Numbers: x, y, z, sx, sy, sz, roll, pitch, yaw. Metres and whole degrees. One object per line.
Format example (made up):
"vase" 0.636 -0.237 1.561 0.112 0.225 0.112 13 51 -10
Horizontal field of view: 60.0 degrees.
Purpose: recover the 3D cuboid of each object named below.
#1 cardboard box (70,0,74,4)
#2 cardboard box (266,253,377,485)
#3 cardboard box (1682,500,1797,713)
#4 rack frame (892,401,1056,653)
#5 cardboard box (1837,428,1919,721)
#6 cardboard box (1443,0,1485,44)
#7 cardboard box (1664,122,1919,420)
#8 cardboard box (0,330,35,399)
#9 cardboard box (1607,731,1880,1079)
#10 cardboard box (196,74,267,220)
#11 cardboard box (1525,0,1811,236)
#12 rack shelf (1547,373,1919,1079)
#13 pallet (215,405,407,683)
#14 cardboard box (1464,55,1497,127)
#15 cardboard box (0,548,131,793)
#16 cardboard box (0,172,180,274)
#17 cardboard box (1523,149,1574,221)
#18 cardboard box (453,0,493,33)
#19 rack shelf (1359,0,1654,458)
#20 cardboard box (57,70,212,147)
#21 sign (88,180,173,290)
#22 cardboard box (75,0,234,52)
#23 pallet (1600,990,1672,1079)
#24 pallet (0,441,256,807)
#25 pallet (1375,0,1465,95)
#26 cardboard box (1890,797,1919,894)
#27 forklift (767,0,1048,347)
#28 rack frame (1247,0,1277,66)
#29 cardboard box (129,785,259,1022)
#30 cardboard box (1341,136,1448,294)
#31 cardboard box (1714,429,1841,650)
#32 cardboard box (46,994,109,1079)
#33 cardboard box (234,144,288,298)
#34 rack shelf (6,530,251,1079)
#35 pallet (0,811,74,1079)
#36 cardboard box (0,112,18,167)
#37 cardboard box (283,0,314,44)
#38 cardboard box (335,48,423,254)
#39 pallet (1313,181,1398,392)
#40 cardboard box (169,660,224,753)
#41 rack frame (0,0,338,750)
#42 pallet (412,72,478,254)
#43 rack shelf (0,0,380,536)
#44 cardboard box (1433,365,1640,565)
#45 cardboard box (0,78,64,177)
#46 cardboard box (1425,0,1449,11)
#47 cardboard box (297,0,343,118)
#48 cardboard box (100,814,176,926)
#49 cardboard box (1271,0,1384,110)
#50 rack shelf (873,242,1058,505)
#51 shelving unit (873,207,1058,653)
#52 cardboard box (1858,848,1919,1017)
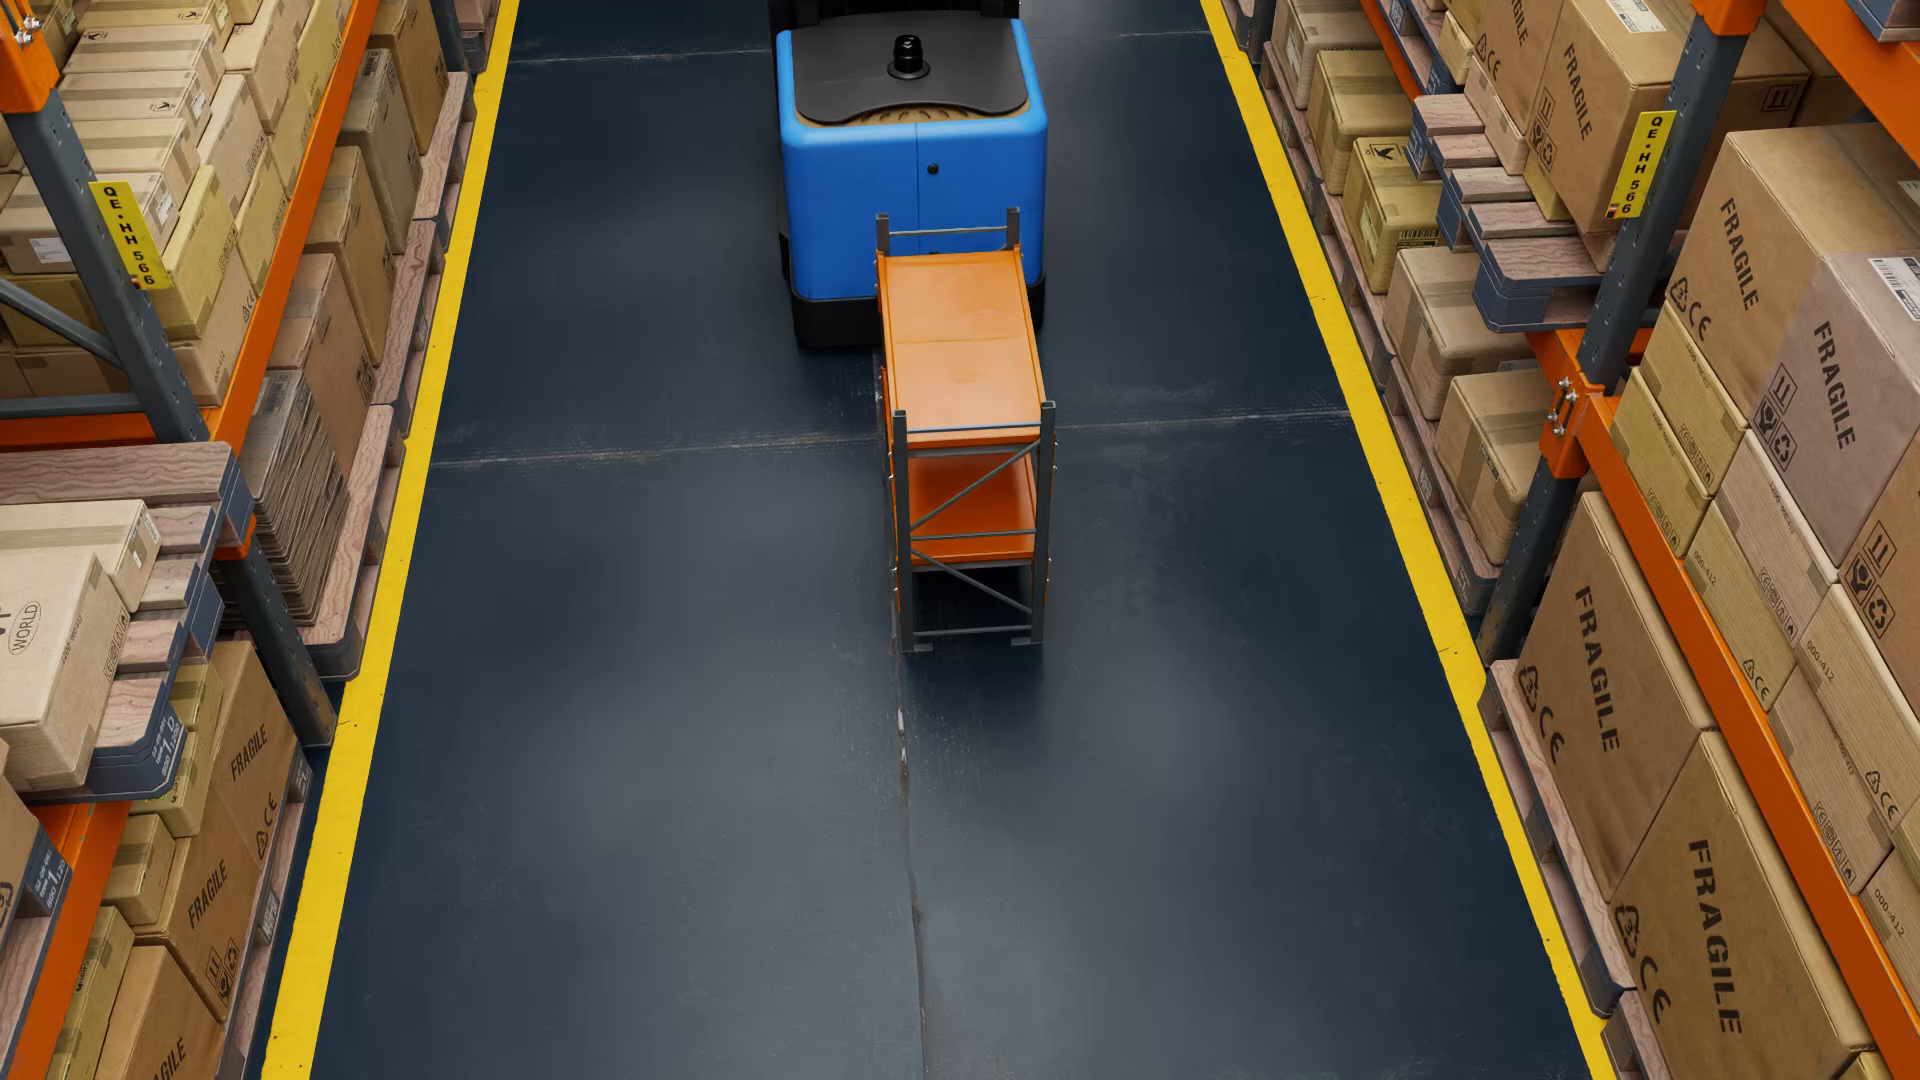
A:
"cardboard box" -3.076 -1.745 5.321 0.380 0.149 0.250 -4 47 -4
"cardboard box" -2.716 -0.600 6.099 0.875 0.625 0.625 -2 47 -2
"cardboard box" 2.182 0.139 4.156 0.500 0.250 0.500 -5 47 -4
"rack frame" 0.043 -0.014 5.489 0.500 1.125 0.032 -3 47 -3
"cardboard box" 2.208 0.075 3.356 0.500 0.500 0.500 -2 47 -2
"cardboard box" 1.918 -1.984 5.500 0.500 0.500 0.500 -6 47 -6
"cardboard box" 2.129 -0.659 4.050 0.500 0.500 0.500 -5 47 -5
"cardboard box" -2.907 -0.606 4.861 0.500 0.250 0.500 -4 47 -4
"cardboard box" 2.377 1.084 4.331 0.875 0.875 0.875 -3 47 -3
"cardboard box" -2.449 -1.166 5.048 0.500 0.250 0.500 -2 47 -2
"cardboard box" 2.016 -1.245 4.801 0.500 0.500 0.500 -5 47 -4
"rack shelf" 2.499 1.042 3.693 1.077 0.370 4.000 -3 47 -3
"pallet" -2.645 0.013 6.092 1.003 0.211 1.213 -3 47 -3
"cardboard box" 1.896 -1.485 5.474 0.380 0.149 0.250 -5 47 -5
"cardboard box" -2.204 0.303 3.711 0.500 0.250 0.500 -5 47 -5
"cardboard box" -2.348 -0.854 4.477 0.380 0.149 0.250 -2 47 -2
"cardboard box" 1.975 -1.123 5.131 0.380 0.149 0.250 -3 47 -3
"cardboard box" -2.660 -2.811 8.451 0.500 0.250 0.500 -3 47 -3
"rack shelf" 2.164 -1.852 6.433 1.077 0.370 4.000 -3 47 -3
"cardboard box" -2.419 -1.231 4.835 0.380 0.149 0.250 -2 47 -2
"sign" -2.075 -0.759 4.160 0.100 0.325 0.005 -3 47 -3
"cardboard box" -2.504 -1.600 5.183 0.380 0.149 0.250 -3 47 -3
"pallet" 2.421 1.762 4.436 1.003 0.211 1.213 -3 47 -3
"pallet" -2.488 0.204 4.123 1.213 0.211 1.003 -3 47 -3
"pallet" 2.125 -2.016 6.226 1.003 0.211 1.213 -3 47 -3
"cardboard box" 2.228 0.712 3.269 0.500 0.250 0.500 -3 47 -3
"forklift" -0.312 -2.884 6.962 1.130 2.935 3.031 -4 47 -4
"rack frame" 1.996 -3.546 7.543 1.000 3.000 0.127 -3 47 -3
"cardboard box" -2.334 1.023 4.648 0.500 0.500 0.500 -4 47 -4
"cardboard box" 2.166 -1.385 7.016 0.950 0.372 0.625 -2 47 -2
"cardboard box" 2.170 -0.017 3.959 0.500 0.250 0.500 -2 47 -2
"cardboard box" -2.291 1.249 3.987 0.380 0.149 0.250 -4 47 -4
"cardboard box" -2.446 -0.996 5.231 0.500 0.250 0.500 -4 47 -4
"rack shelf" -2.447 1.346 3.404 1.077 0.370 4.000 -3 47 -3
"pallet" -2.447 1.125 3.251 1.003 0.211 1.213 -3 47 -3
"cardboard box" -2.938 -1.202 4.807 0.380 0.149 0.250 -4 47 -3
"cardboard box" -2.543 -1.914 5.756 0.500 0.250 0.500 -3 47 -3
"cardboard box" -2.838 -1.631 7.075 0.875 0.625 0.625 -4 47 -4
"pallet" 2.168 -1.140 7.184 1.003 0.211 1.213 -3 47 -3
"cardboard box" -2.321 0.486 4.709 0.380 0.149 0.250 -6 47 -5
"rack frame" -2.615 -0.348 4.514 1.000 3.000 0.127 -3 47 -3
"pallet" -2.849 -1.752 7.764 1.003 0.211 1.213 -3 47 -3
"rack shelf" -2.782 -1.548 6.145 1.077 0.370 4.000 -3 47 -3
"cardboard box" 2.294 -0.302 5.991 0.950 0.372 0.625 -6 47 -6
"cardboard box" -2.974 -1.146 5.029 0.500 0.250 0.500 -3 47 -3
"cardboard box" 1.861 -2.049 6.009 0.380 0.149 0.250 -5 47 -5
"cardboard box" -2.537 -1.744 5.939 0.500 0.250 0.500 -2 47 -2
"cardboard box" -2.289 0.875 4.341 0.380 0.149 0.250 -5 47 -5
"cardboard box" 2.043 -2.408 7.985 0.950 0.372 0.625 -3 47 -3
"rack shelf" 0.001 -0.583 5.624 0.538 0.278 1.000 -3 47 -3
"shelving unit" 0.001 -0.382 5.837 0.538 1.125 1.048 -3 47 -3
"cardboard box" 2.265 0.876 3.458 0.500 0.250 0.500 -3 47 -3
